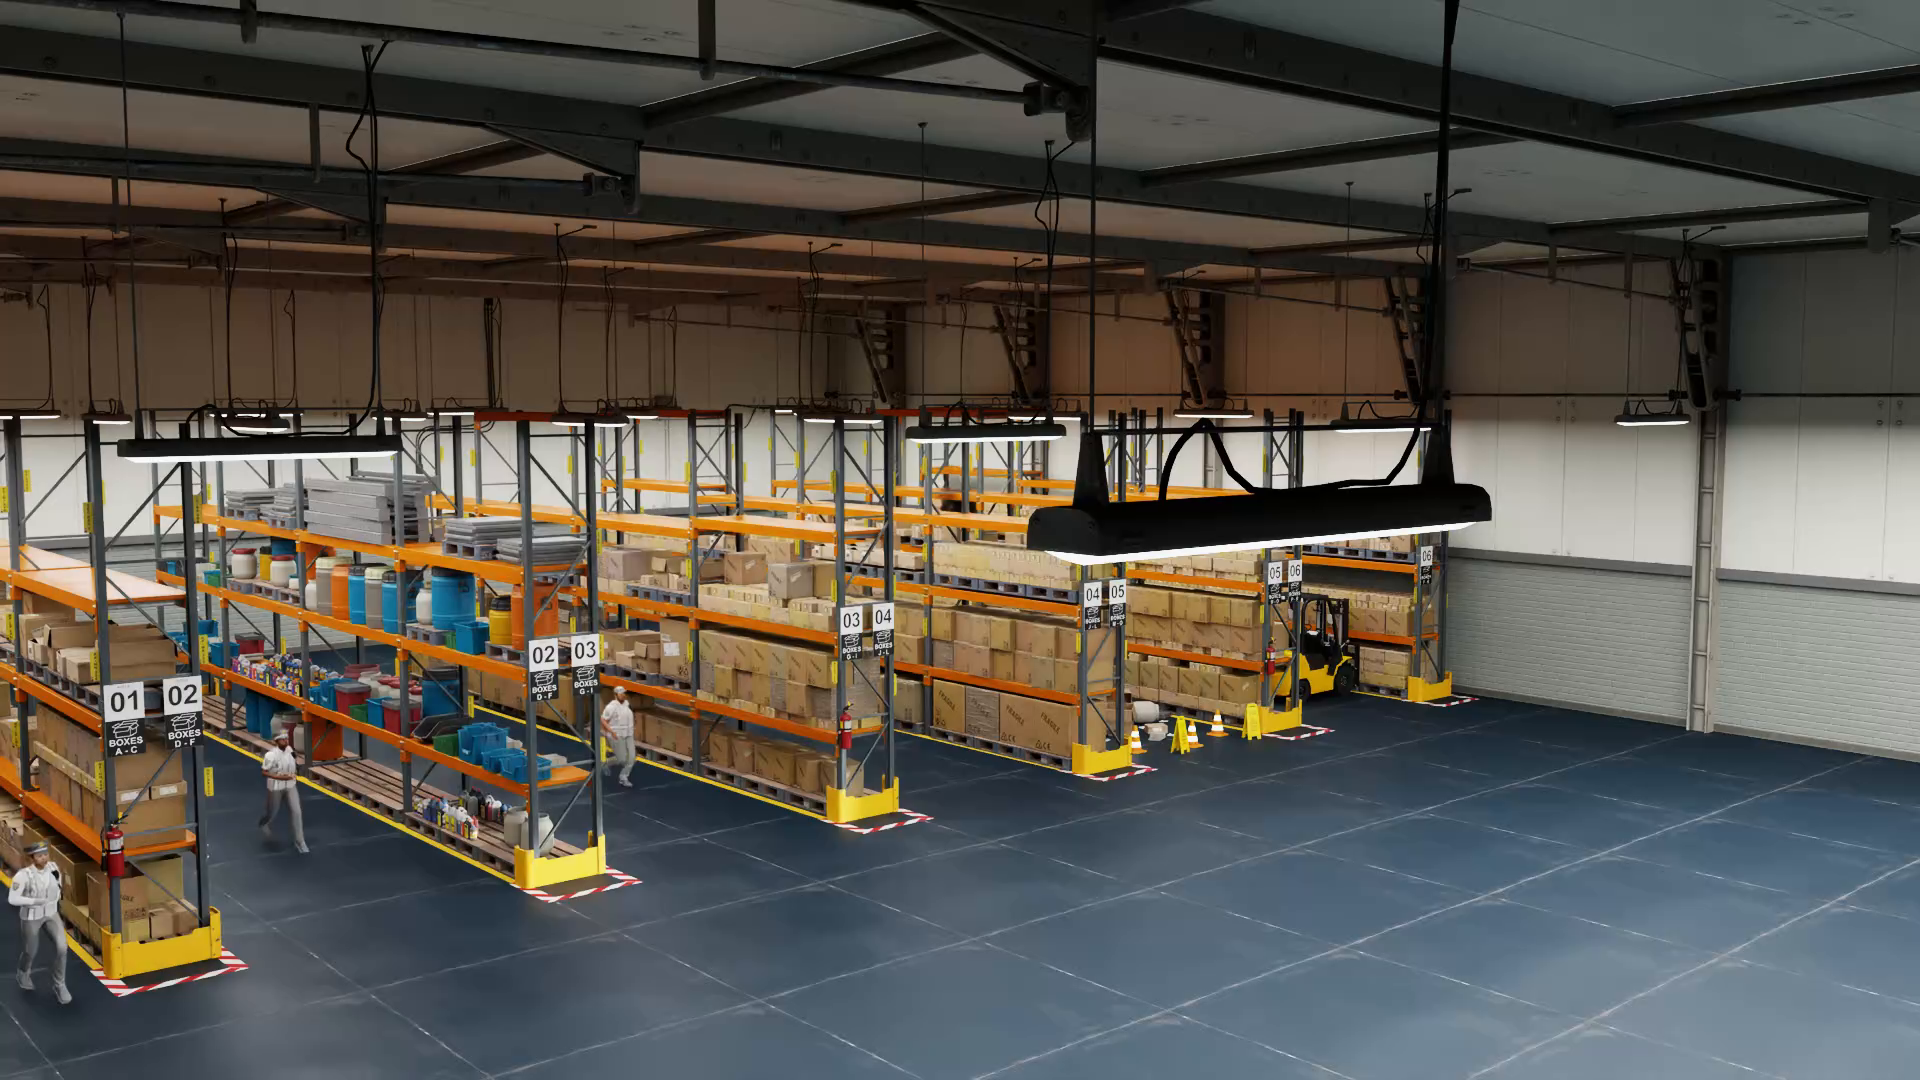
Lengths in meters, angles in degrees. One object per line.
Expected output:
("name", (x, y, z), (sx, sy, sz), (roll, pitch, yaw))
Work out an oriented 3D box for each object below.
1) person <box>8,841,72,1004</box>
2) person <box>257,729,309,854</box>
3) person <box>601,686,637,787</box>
("person", (-9.659, 3.971, 17.427), (0.823, 1.720, 0.629), (4, 6, 37))
("person", (-9.474, 3.466, 23.137), (1.078, 1.720, 0.543), (4, 7, 41))
("person", (-5.529, 3.167, 26.950), (0.574, 1.630, 0.614), (4, 6, 37))
